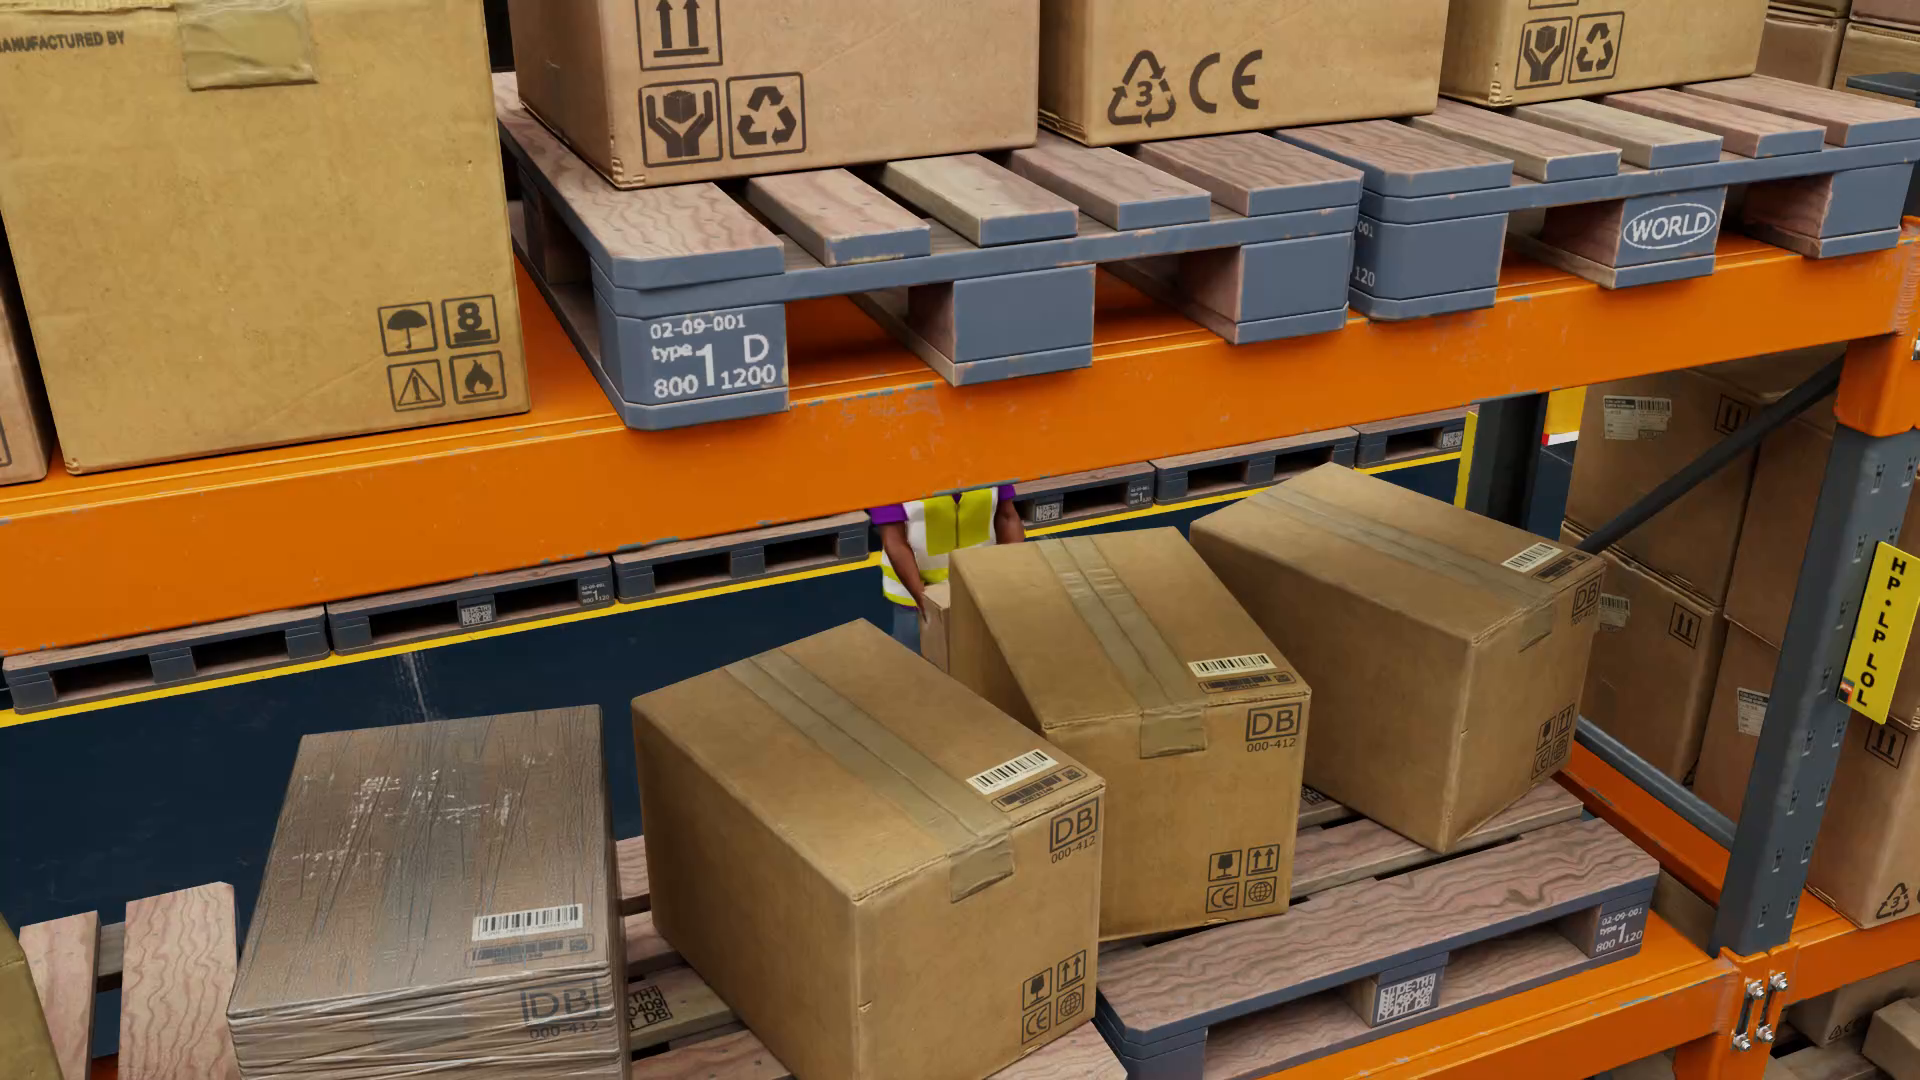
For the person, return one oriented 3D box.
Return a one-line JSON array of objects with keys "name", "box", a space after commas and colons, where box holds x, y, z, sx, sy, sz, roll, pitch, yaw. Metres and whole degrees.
[{"name": "person", "box": [-0.030, 0.205, 5.651, 0.565, 1.772, 0.538, -14, 29, -27]}]
